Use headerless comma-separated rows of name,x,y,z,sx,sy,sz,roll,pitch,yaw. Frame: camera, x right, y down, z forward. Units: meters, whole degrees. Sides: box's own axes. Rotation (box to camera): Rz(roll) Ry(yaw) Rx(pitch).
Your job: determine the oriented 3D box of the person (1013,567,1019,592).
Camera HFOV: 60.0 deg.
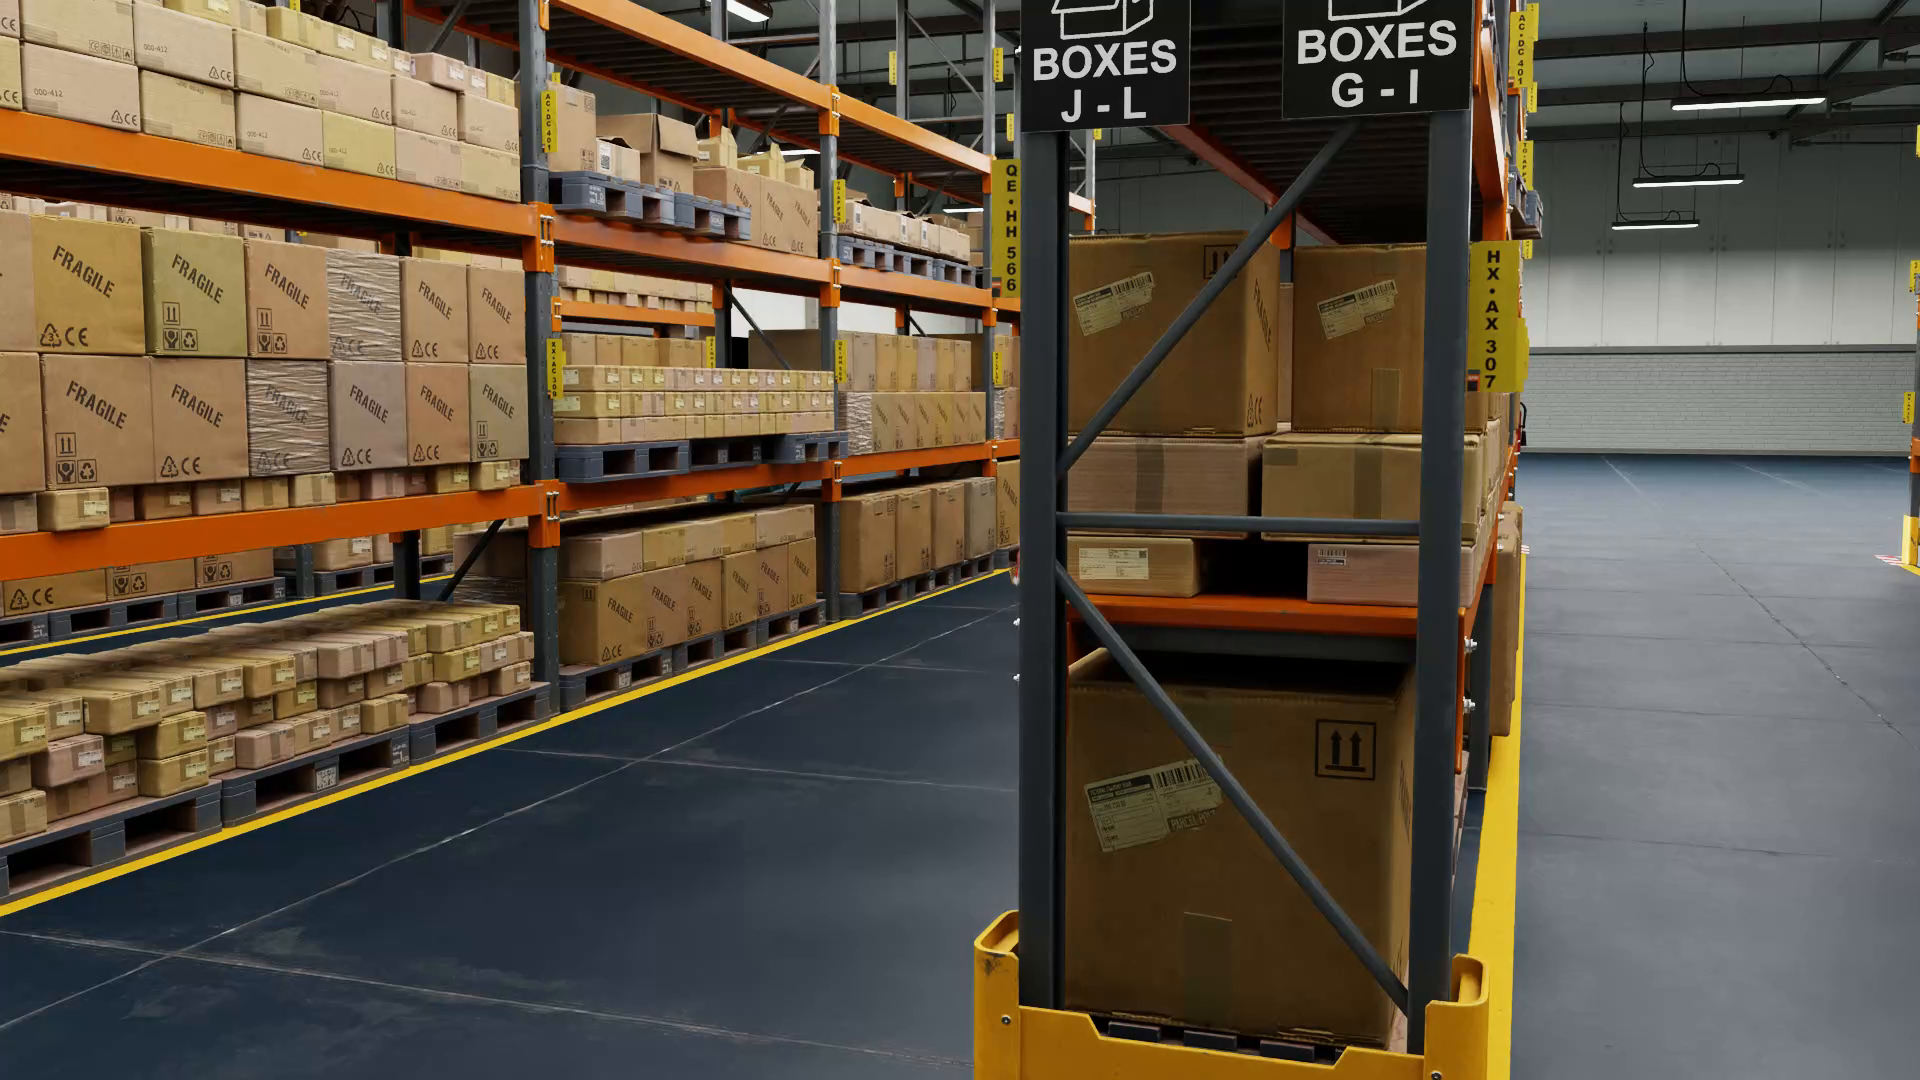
person,0.818,0.299,11.329,0.881,1.015,0.572,2,5,18
